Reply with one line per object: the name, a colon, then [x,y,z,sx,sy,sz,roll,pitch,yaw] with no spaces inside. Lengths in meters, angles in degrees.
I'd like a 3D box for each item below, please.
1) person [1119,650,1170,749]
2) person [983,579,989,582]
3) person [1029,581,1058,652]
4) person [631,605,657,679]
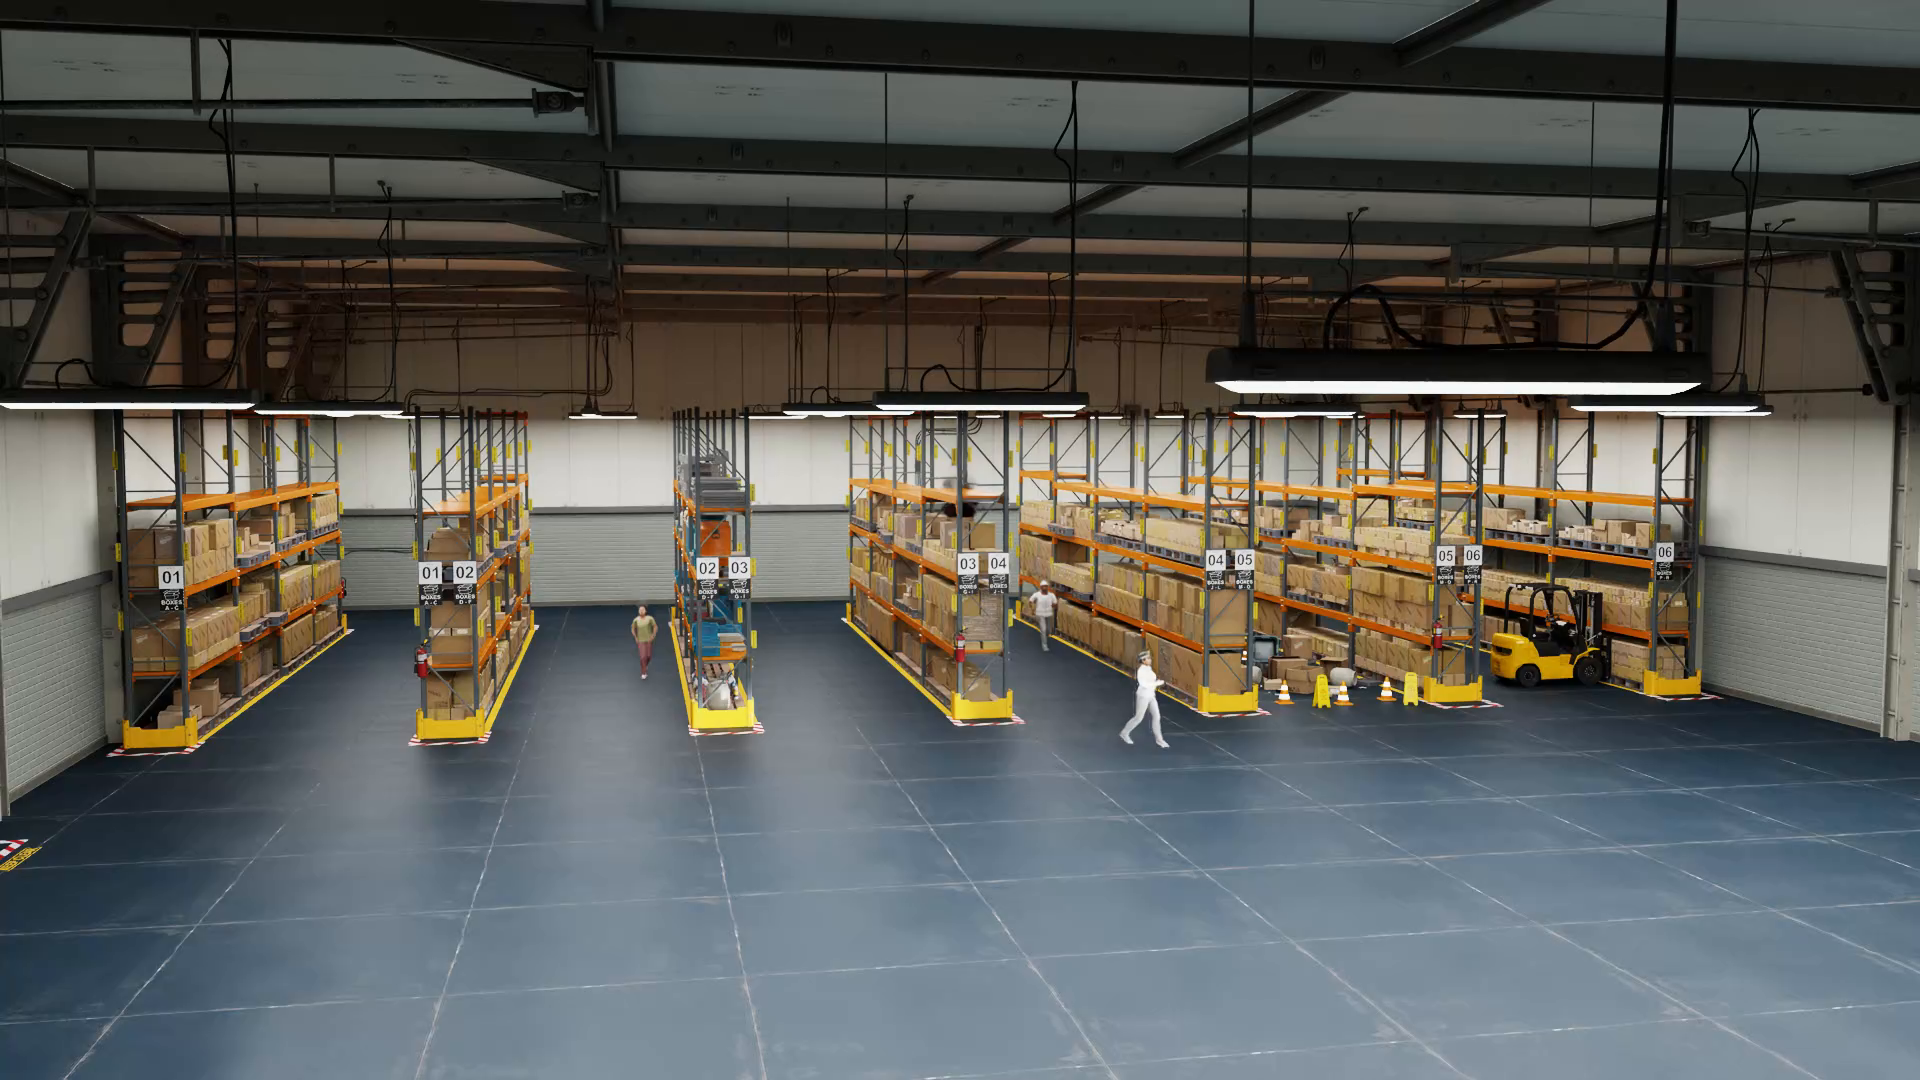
person: [3.247,2.782,29.180,0.892,1.712,0.599,2,5,29]
person: [0.867,1.528,46.455,0.702,1.769,0.865,0,4,-2]
person: [2.105,1.889,41.595,0.714,1.746,0.920,-1,4,-13]
person: [-7.075,2.270,37.231,0.580,1.633,0.547,-1,4,-9]
